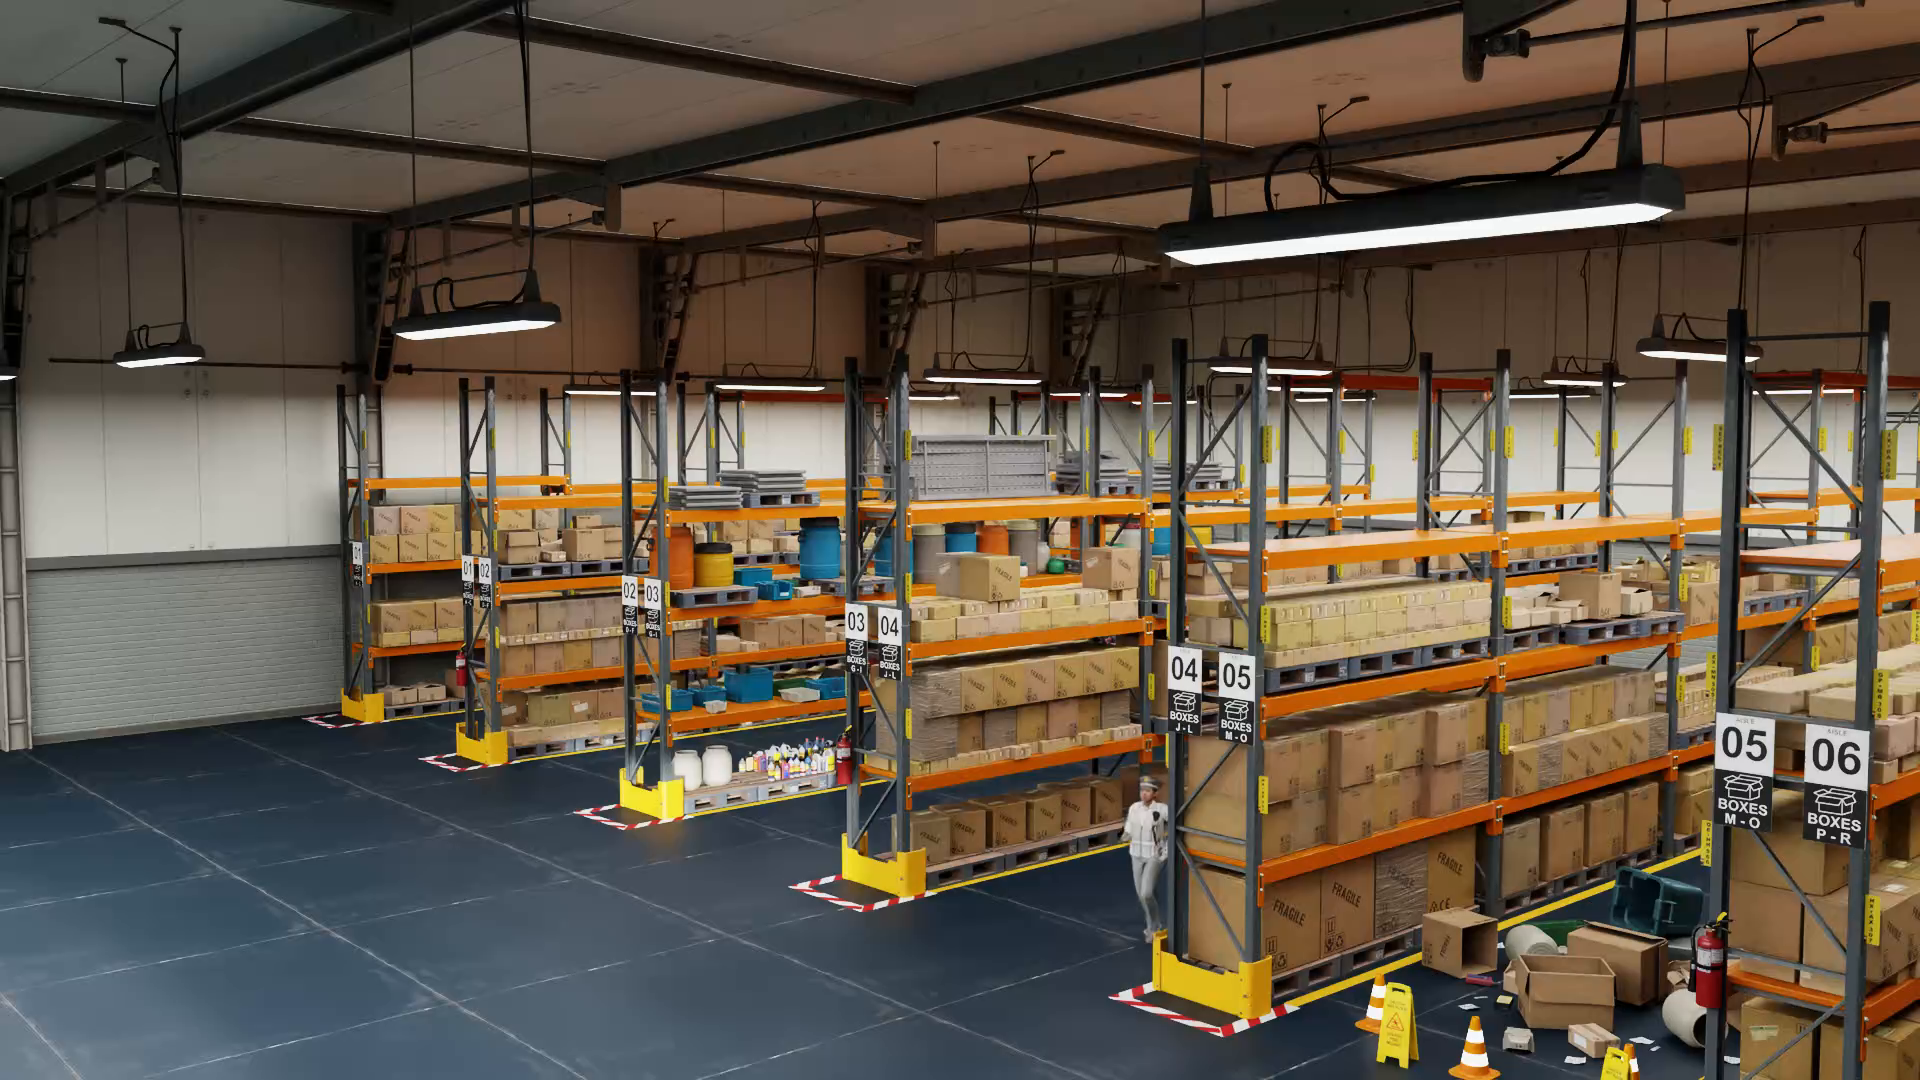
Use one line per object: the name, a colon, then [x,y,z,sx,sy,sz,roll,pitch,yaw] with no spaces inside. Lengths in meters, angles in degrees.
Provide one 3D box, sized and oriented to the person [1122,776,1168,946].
person: [1.885,3.226,16.757,0.594,1.712,0.638,3,5,37]
